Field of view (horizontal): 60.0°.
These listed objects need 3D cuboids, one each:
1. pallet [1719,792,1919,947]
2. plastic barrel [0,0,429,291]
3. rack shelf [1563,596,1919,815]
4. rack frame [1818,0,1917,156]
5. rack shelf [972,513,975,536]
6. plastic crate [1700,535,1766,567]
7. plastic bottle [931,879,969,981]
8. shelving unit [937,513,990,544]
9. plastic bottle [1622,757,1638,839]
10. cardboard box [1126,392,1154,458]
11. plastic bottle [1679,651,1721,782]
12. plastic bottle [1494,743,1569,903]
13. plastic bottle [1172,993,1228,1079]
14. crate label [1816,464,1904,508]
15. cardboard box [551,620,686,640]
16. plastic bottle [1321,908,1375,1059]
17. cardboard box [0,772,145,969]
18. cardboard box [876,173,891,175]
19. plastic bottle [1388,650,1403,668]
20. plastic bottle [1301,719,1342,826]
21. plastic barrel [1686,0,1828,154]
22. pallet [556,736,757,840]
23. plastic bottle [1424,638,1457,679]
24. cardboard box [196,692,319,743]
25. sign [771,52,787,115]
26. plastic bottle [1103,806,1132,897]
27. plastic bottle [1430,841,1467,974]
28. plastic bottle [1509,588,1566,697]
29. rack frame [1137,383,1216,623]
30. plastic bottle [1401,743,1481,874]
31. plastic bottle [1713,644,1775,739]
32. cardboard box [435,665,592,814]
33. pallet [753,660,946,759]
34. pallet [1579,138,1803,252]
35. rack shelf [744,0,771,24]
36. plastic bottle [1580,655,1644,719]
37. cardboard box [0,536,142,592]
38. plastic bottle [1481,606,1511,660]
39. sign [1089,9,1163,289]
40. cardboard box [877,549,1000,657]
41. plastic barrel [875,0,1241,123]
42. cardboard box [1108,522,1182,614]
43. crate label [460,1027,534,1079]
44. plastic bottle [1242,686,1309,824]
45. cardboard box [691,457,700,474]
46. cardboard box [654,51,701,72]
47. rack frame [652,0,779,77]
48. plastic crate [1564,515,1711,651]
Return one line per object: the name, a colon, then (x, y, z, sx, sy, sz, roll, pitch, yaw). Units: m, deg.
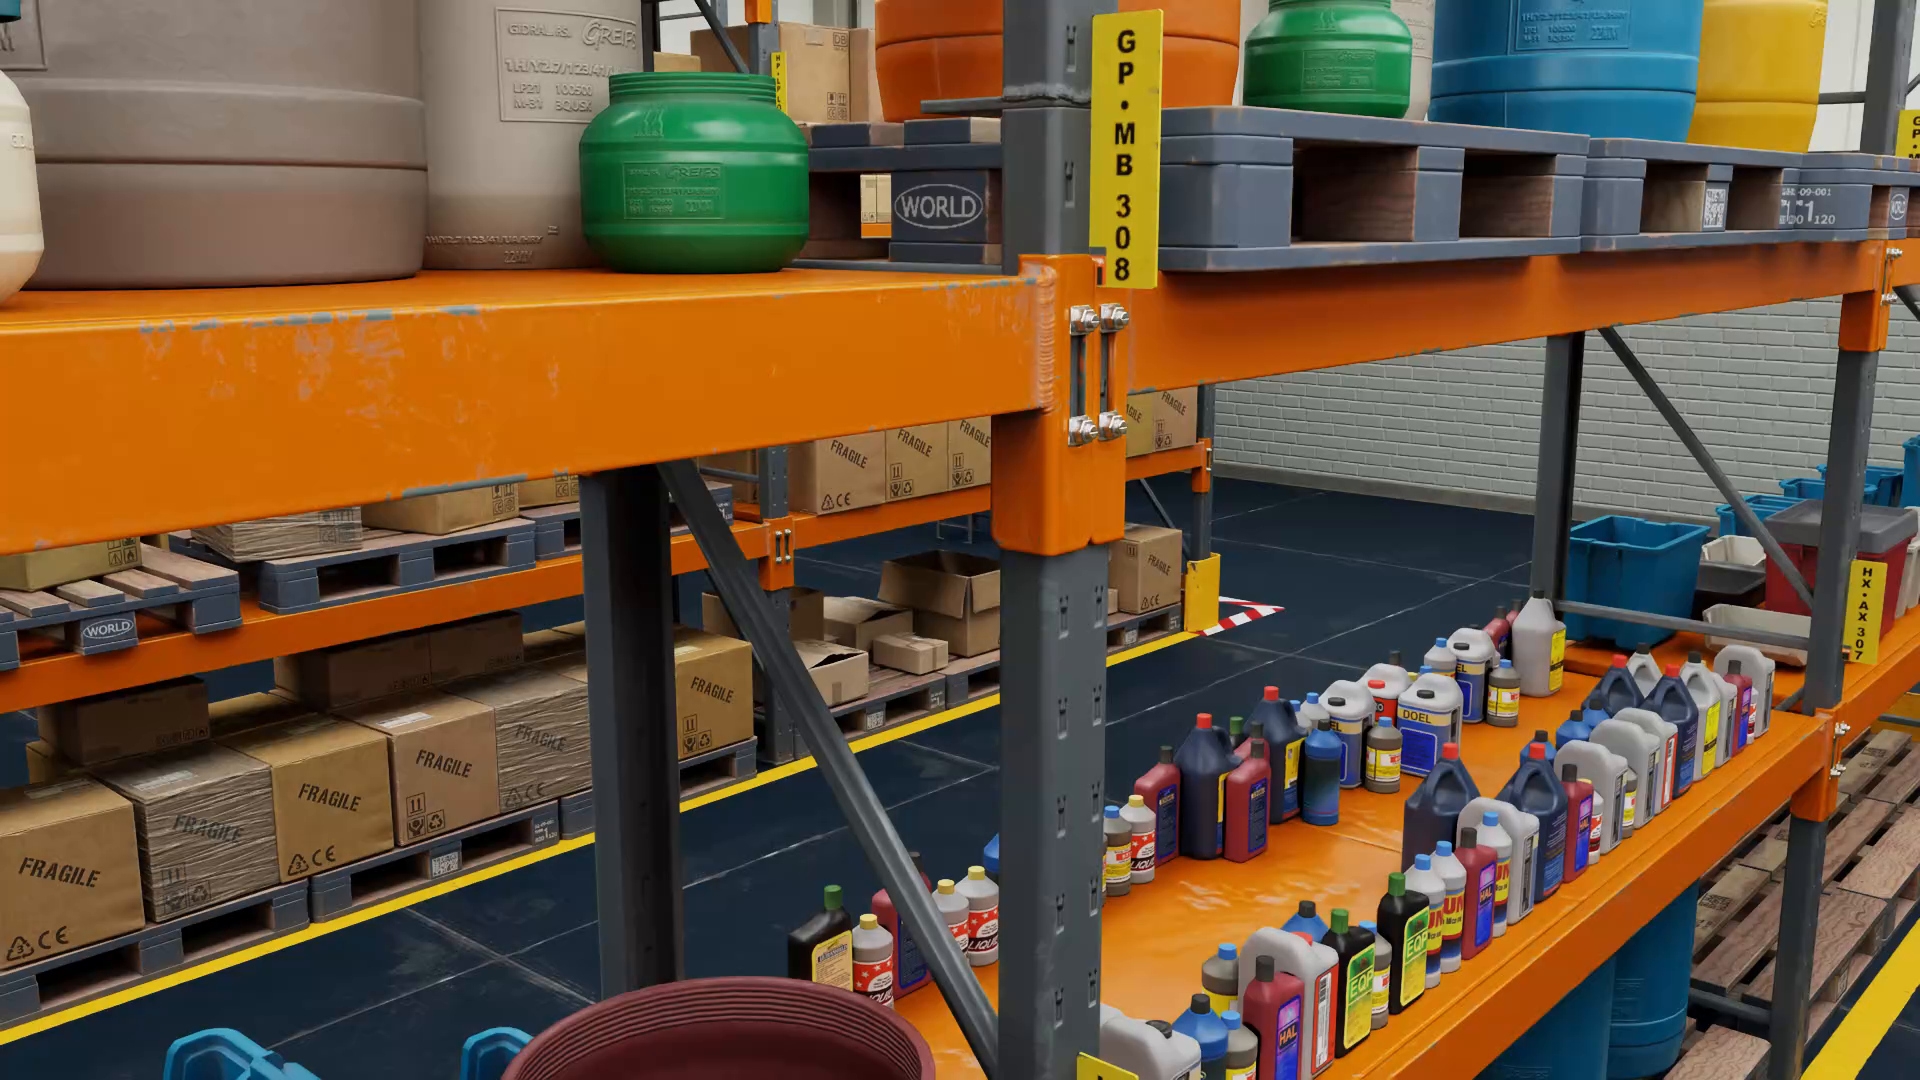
pallet: (3.684, 1.365, 7.340, 1.003, 0.211, 1.213, 10, 15, 40)
plastic barrel: (-0.923, -0.745, 1.844, 0.600, 0.901, 0.600, 0, 11, 0)
rack shelf: (3.743, 0.349, 7.141, 1.077, 0.370, 4.000, 10, 15, 40)
rack frame: (2.422, -2.651, 5.010, 1.000, 3.000, 0.127, 10, 15, 40)
rack shelf: (0.109, -0.354, 14.767, 0.431, 0.518, 0.480, 10, 15, 40)
plastic crate: (3.346, 0.096, 7.095, 0.293, 0.136, 0.466, 10, 15, 40)
plastic bottle: (-0.029, 0.813, 3.488, 0.097, 0.201, 0.097, 0, 11, 0)
shelving unit: (0.109, -1.054, 14.627, 0.431, 2.100, 0.503, 10, 15, 40)
plastic bottle: (1.686, 0.656, 4.274, 0.097, 0.201, 0.097, 0, 11, 0)
cardboard box: (0.914, -0.810, 10.853, 0.500, 0.500, 0.500, 10, 15, 41)
plastic bottle: (2.062, 0.492, 4.713, 0.144, 0.351, 0.185, 10, 15, 40)
plastic bottle: (1.334, 0.654, 3.902, 0.144, 0.351, 0.185, 10, 15, 40)
plastic bottle: (0.408, 0.907, 2.841, 0.097, 0.271, 0.097, 0, 11, 0)
crate label: (4.653, -0.251, 8.586, 0.416, 0.233, 0.303, 10, 15, 40)
cardboard box: (-1.798, 0.699, 8.810, 0.500, 0.500, 0.500, 9, 14, 38)
plastic bottle: (0.739, 0.833, 3.182, 0.061, 0.283, 0.133, 10, 15, 40)
cardboard box: (-3.421, 1.218, 6.212, 0.500, 0.500, 0.500, 11, 15, 43)
cardboard box: (-0.460, -2.106, 9.045, 0.500, 0.250, 0.500, 10, 15, 40)
plastic bottle: (1.274, 0.477, 4.961, 0.061, 0.283, 0.133, 10, 15, 40)
plastic bottle: (0.949, 0.604, 4.358, 0.097, 0.271, 0.097, 0, 11, 0)
plastic barrel: (1.972, -1.318, 4.440, 0.600, 0.588, 0.600, 0, 11, 0)
pallet: (-1.804, 1.142, 8.456, 1.003, 0.211, 1.213, 10, 15, 40)
plastic bottle: (1.492, 0.440, 5.178, 0.097, 0.271, 0.097, 0, 11, 0)
cardboard box: (-3.153, 1.004, 7.284, 0.500, 0.500, 0.500, 9, 14, 38)
sign: (-0.877, -2.197, 8.067, 0.100, 0.325, 0.005, 10, 15, 40)
plastic bottle: (0.356, 0.727, 3.918, 0.097, 0.201, 0.097, 0, 11, 0)
plastic bottle: (1.018, 0.771, 3.521, 0.097, 0.271, 0.097, 0, 11, 0)
plastic bottle: (1.920, 0.331, 5.523, 0.144, 0.351, 0.185, 10, 15, 40)
rack frame: (1.345, -0.939, 11.753, 1.000, 3.000, 0.127, 10, 15, 40)
plastic bottle: (1.131, 0.655, 3.901, 0.144, 0.351, 0.185, 10, 15, 40)
plastic bottle: (2.405, 0.451, 5.110, 0.152, 0.276, 0.135, 10, 15, 40)
cardboard box: (-2.070, 0.915, 7.731, 0.500, 0.500, 0.500, 10, 15, 41)
pallet: (-0.842, 0.916, 9.585, 1.003, 0.211, 1.213, 10, 15, 40)
pallet: (1.232, -0.792, 3.844, 1.003, 0.211, 1.213, 10, 15, 40)
rack shelf: (-2.616, -2.449, 6.855, 1.077, 0.370, 4.000, 10, 15, 40)
plastic bottle: (1.831, 0.501, 4.670, 0.144, 0.351, 0.185, 10, 15, 40)
cardboard box: (-3.605, -0.124, 6.346, 0.700, 0.500, 0.500, 4, 12, 21)
plastic bottle: (1.772, 0.366, 5.517, 0.061, 0.283, 0.133, 10, 15, 40)
sign: (0.200, -0.470, 2.016, 0.100, 0.325, 0.005, 10, 15, 40)
cardboard box: (-0.060, 0.381, 10.395, 0.797, 0.503, 0.637, 10, 15, 40)
plastic barrel: (0.159, -1.091, 2.690, 0.600, 0.830, 0.708, 10, 15, 40)
cardboard box: (1.171, 0.183, 11.395, 0.500, 0.500, 0.500, 10, 15, 40)
crate label: (-0.778, 0.975, 2.600, 0.303, 0.233, 0.416, 10, 15, 40)
plastic bottle: (0.830, 0.556, 4.396, 0.144, 0.351, 0.185, 10, 15, 40)
cardboard box: (-1.777, -0.564, 8.551, 0.700, 0.500, 0.500, 4, 12, 21)
cardboard box: (-1.684, -2.061, 8.129, 0.600, 0.600, 0.600, 8, 14, 35)
rack frame: (-1.296, -3.292, 8.219, 1.000, 3.000, 0.127, 10, 15, 40)
plastic crate: (2.474, 0.156, 6.158, 0.392, 0.384, 0.575, 10, 15, 40)
